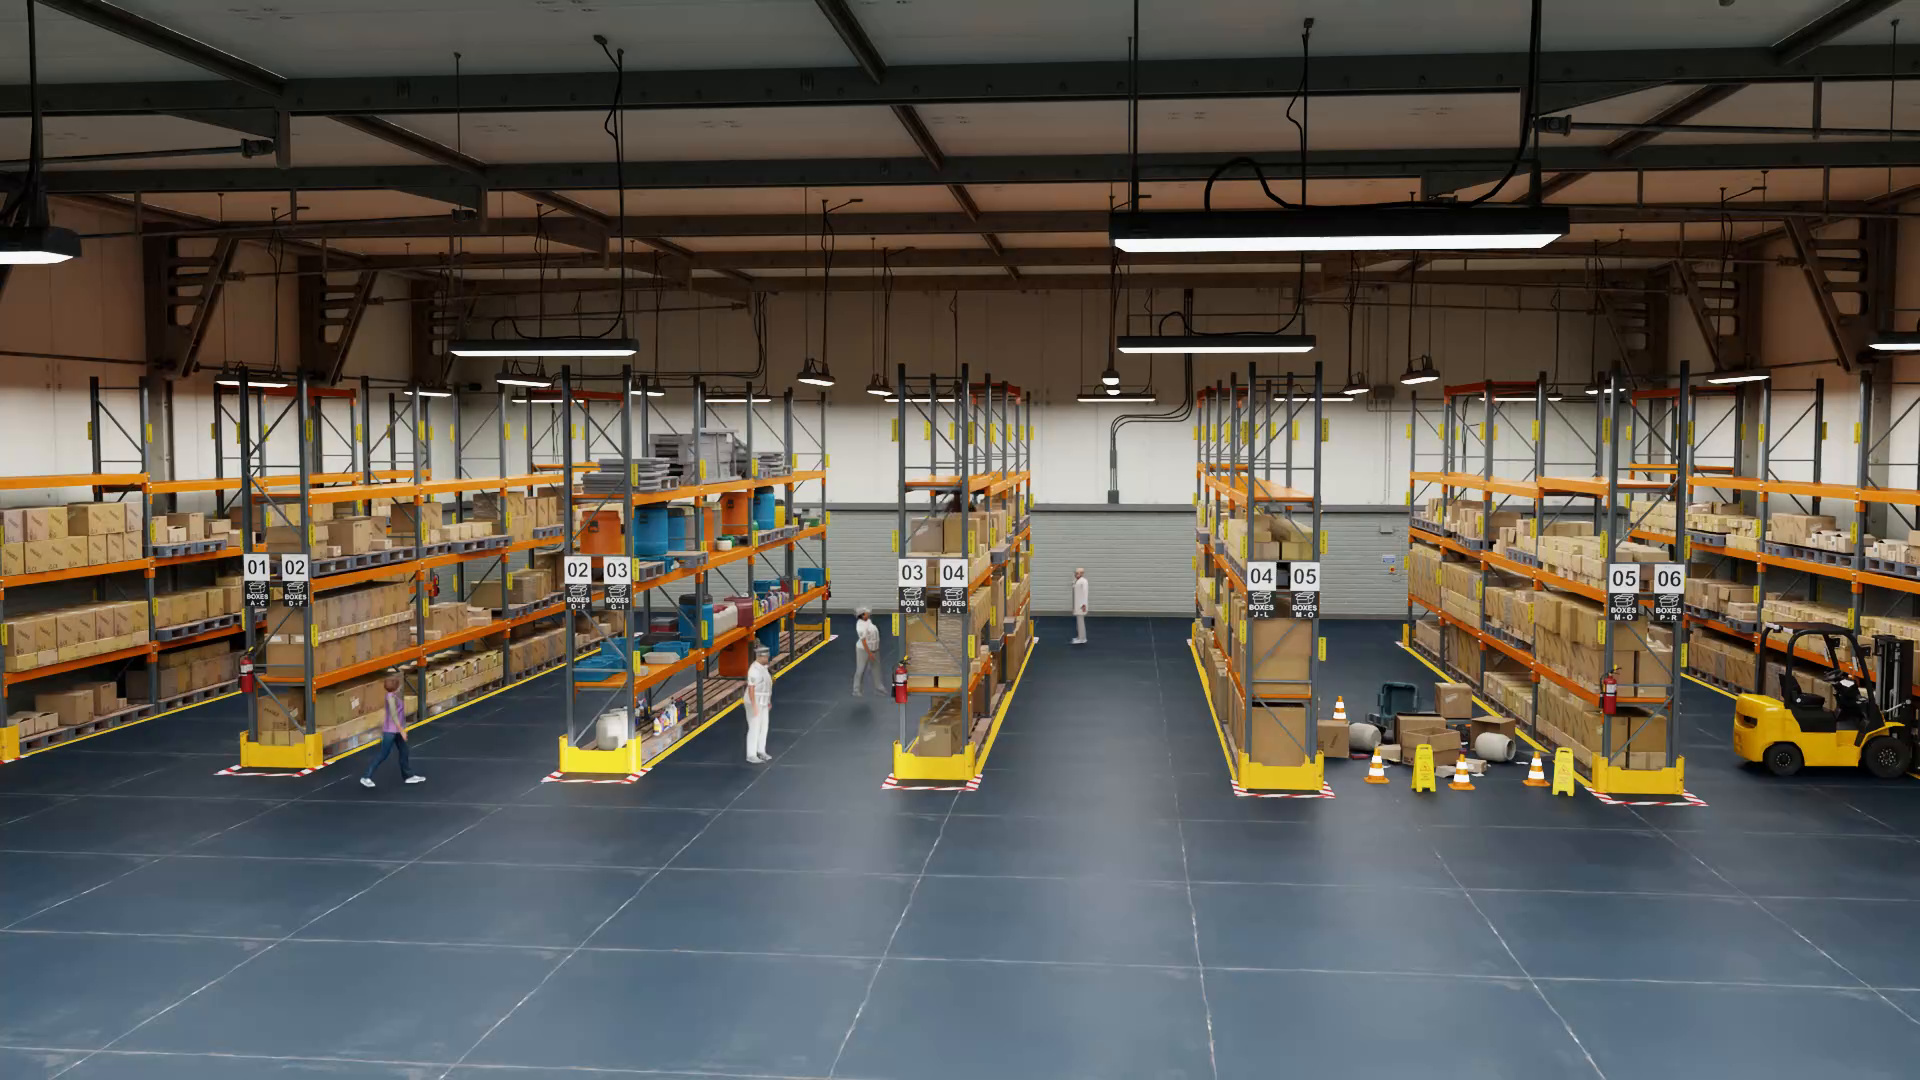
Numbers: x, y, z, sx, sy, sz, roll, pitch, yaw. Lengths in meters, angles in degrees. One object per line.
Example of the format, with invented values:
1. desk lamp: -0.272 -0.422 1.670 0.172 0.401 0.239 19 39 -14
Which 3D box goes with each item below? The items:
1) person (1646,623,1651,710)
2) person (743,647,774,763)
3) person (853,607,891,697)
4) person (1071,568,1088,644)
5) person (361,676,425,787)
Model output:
1. person: 12.098 2.246 29.844 0.646 1.679 0.444 4 5 45
2. person: -3.090 2.507 25.411 0.426 1.768 0.567 1 4 15
3. person: -1.631 2.034 30.275 0.540 1.670 0.639 2 4 30
4. person: 2.819 1.557 39.676 0.442 1.785 0.670 -1 4 -19
5. person: -8.047 2.702 23.542 0.834 1.562 0.526 -1 4 -10
